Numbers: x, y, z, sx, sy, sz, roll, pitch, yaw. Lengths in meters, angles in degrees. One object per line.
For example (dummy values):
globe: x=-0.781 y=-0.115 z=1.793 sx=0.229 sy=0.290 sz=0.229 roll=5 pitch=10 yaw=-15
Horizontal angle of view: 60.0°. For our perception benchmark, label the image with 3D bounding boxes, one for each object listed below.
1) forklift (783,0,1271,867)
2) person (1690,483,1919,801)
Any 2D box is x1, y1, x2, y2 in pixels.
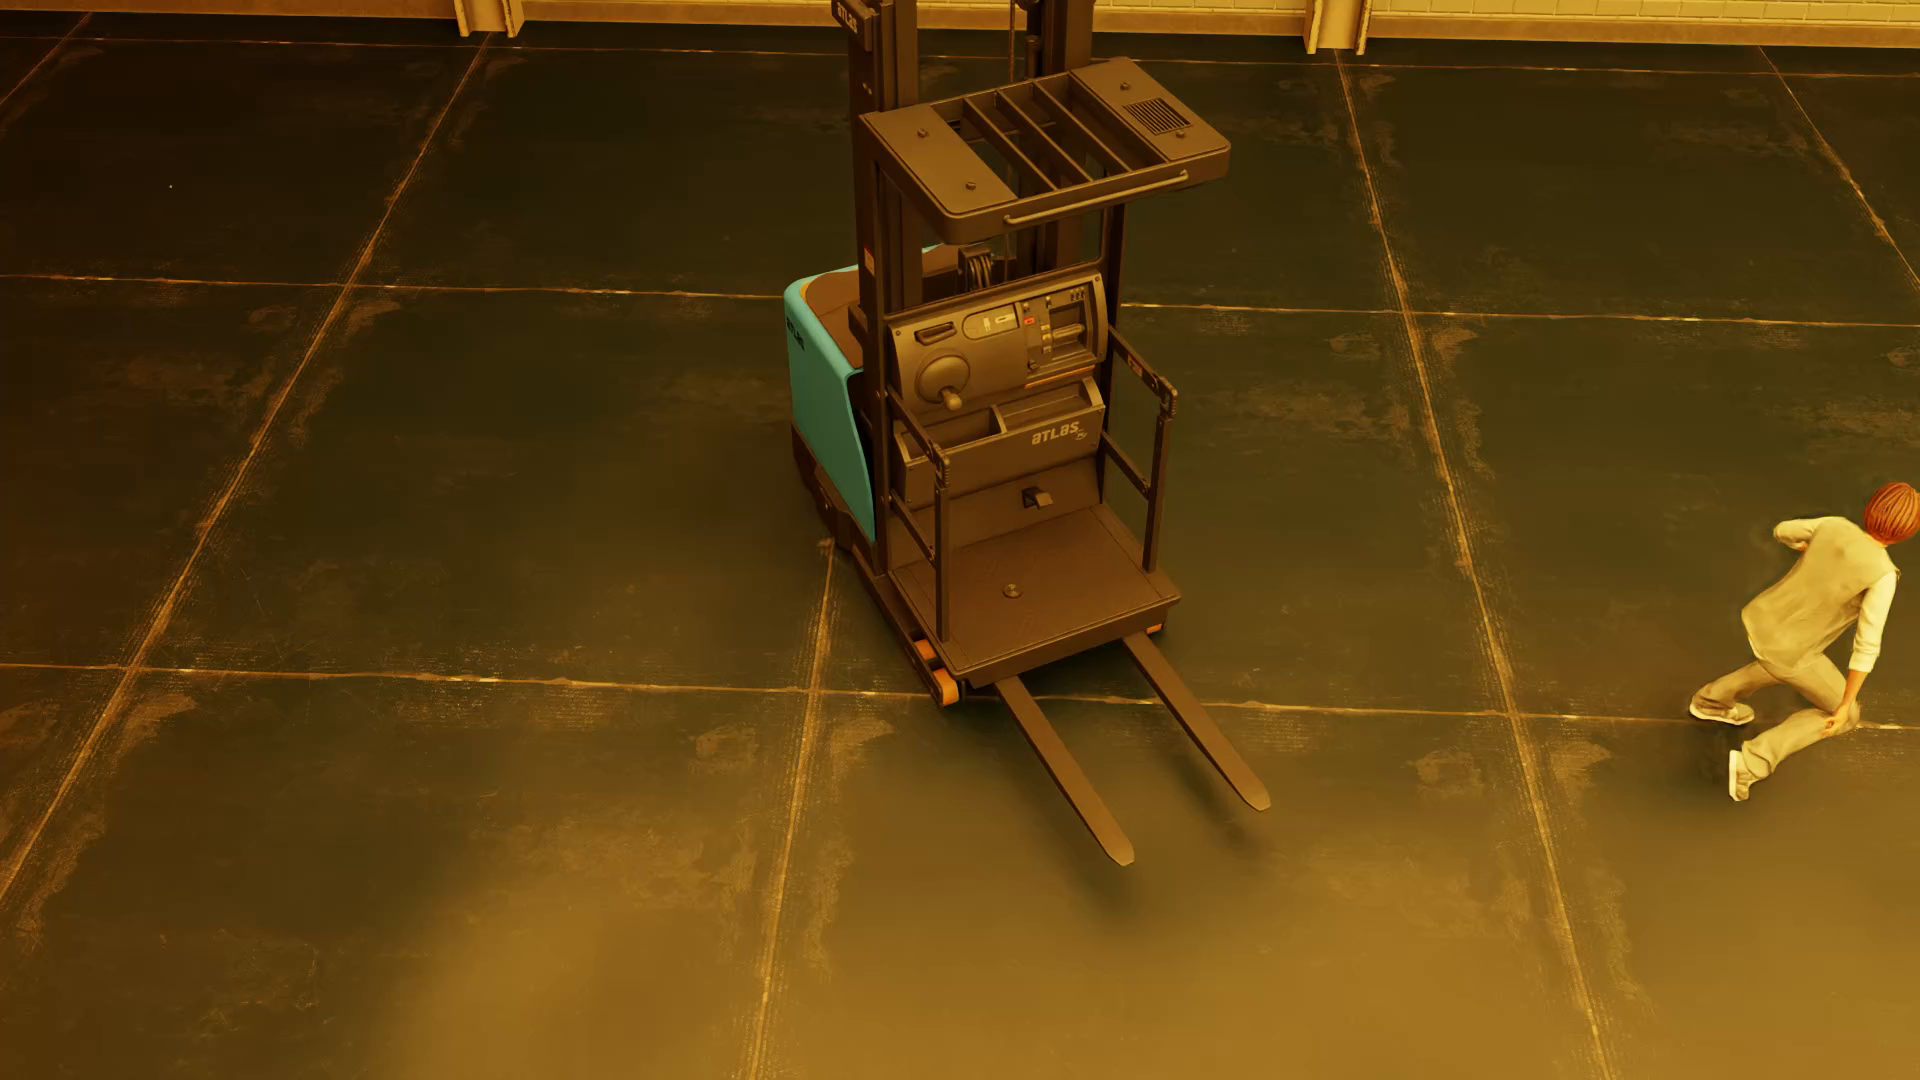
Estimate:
forklift: x=0.261 y=-0.710 z=6.520 sx=1.130 sy=2.935 sz=3.031 roll=-18 pitch=45 yaw=-18
person: x=3.286 y=0.413 z=6.439 sx=0.445 sy=1.446 sz=0.843 roll=-3 pitch=42 yaw=-4
